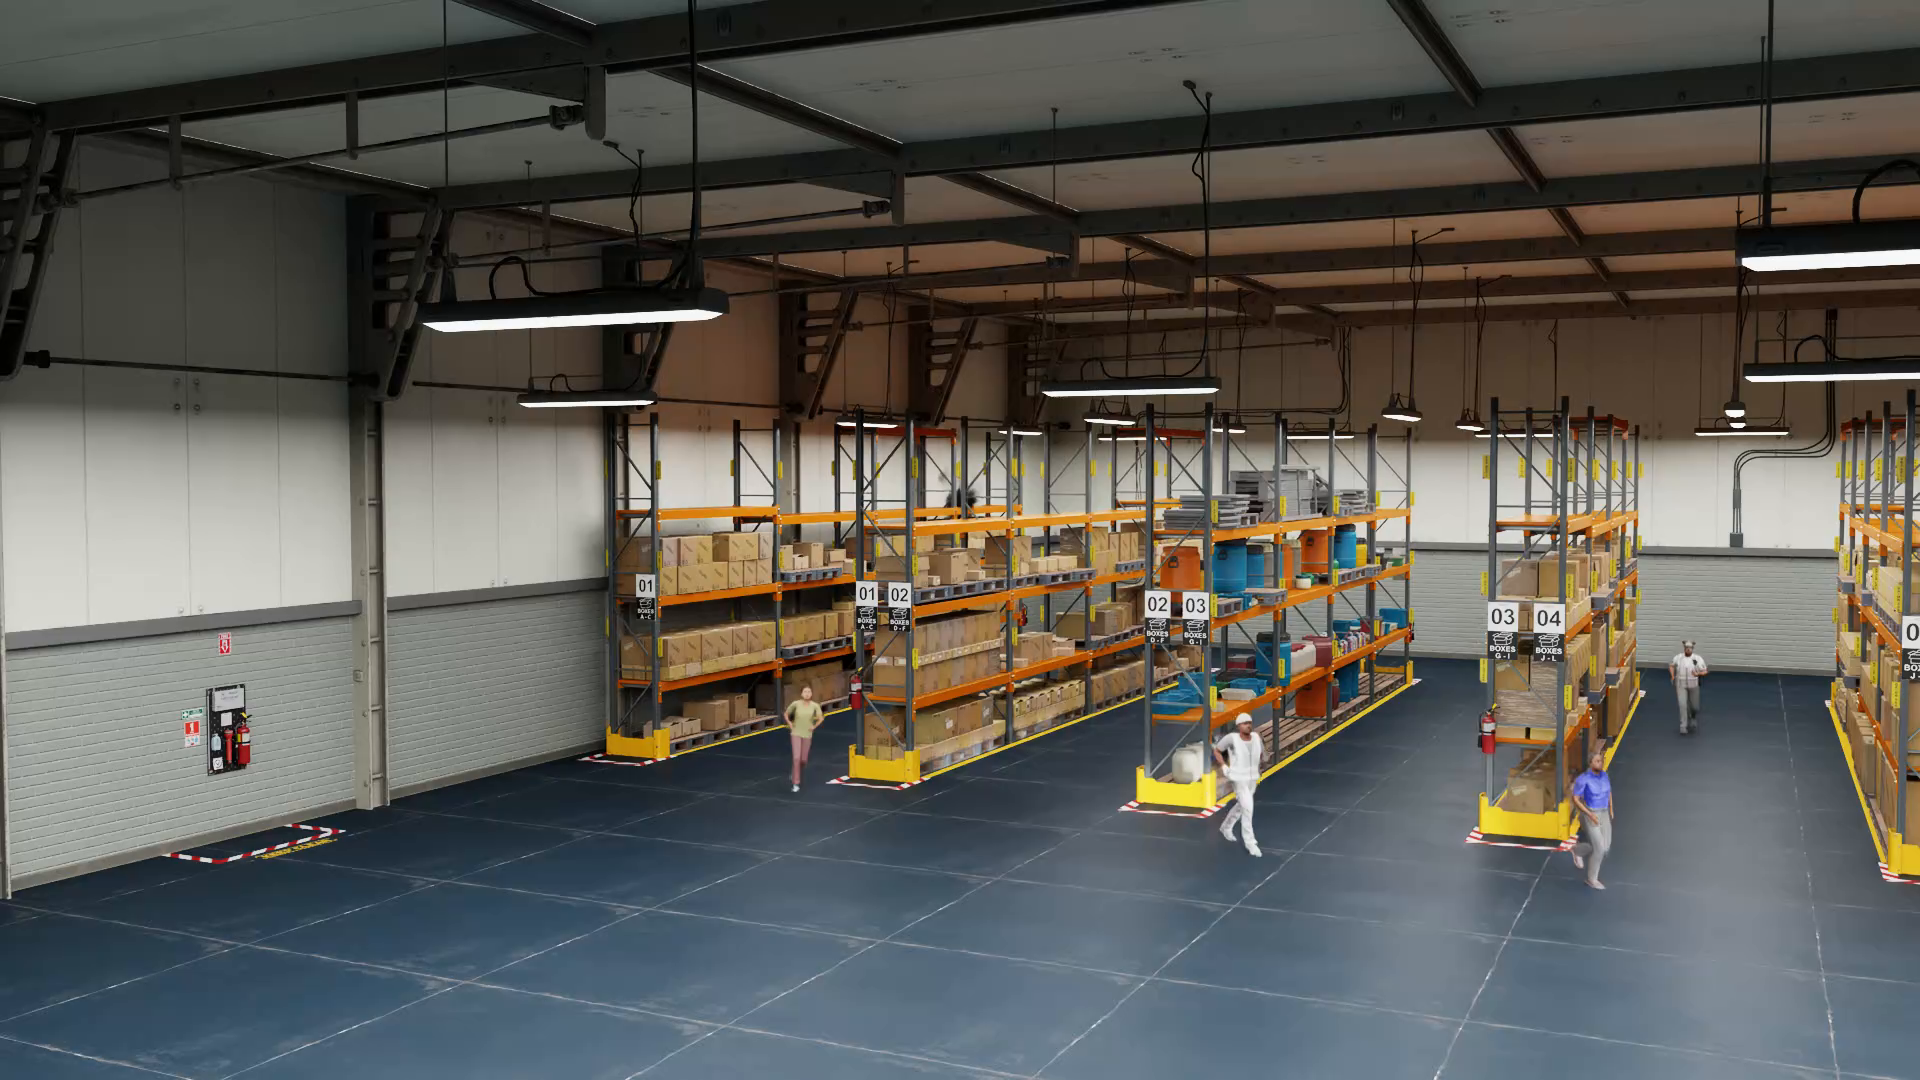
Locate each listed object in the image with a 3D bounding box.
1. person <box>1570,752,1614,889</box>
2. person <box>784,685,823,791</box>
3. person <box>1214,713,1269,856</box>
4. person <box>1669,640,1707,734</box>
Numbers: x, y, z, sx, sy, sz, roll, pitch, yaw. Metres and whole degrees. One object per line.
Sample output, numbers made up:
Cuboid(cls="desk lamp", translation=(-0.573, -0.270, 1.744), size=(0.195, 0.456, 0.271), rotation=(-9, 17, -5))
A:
Cuboid(cls="person", translation=(7.611, 3.359, 20.097), size=(0.586, 1.640, 0.629), rotation=(-1, 3, -22))
Cuboid(cls="person", translation=(-2.469, 3.100, 26.258), size=(0.619, 1.635, 0.668), rotation=(0, 2, -8))
Cuboid(cls="person", translation=(3.751, 3.183, 21.953), size=(0.656, 1.824, 0.887), rotation=(-1, 3, -30))
Cuboid(cls="person", translation=(13.879, 2.774, 31.715), size=(0.672, 1.756, 0.953), rotation=(1, 3, 25))
